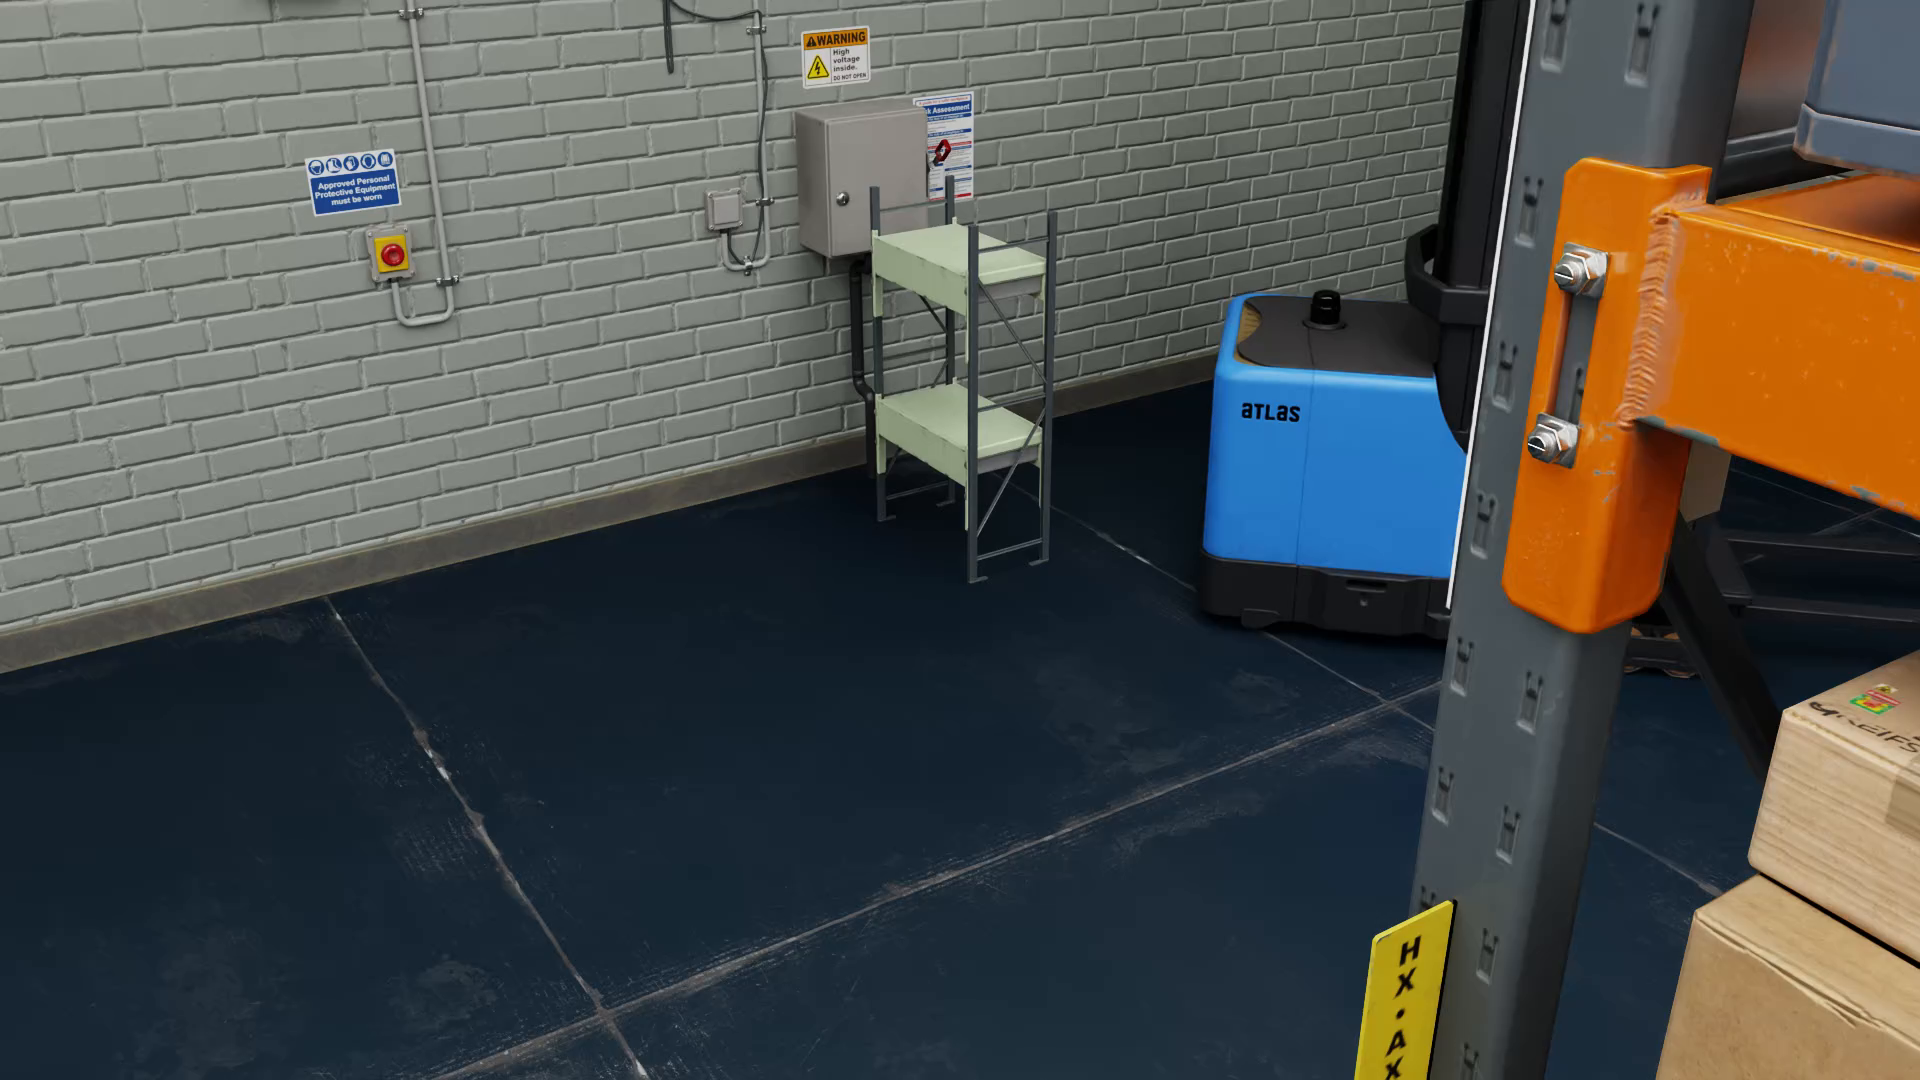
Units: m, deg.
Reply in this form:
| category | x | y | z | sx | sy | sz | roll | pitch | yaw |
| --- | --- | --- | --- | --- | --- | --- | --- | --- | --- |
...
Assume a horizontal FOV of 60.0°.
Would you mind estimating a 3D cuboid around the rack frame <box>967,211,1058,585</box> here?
| category | x | y | z | sx | sy | sz | roll | pitch | yaw |
| --- | --- | --- | --- | --- | --- | --- | --- | --- | --- |
| rack frame | 0.203 | -0.545 | 6.647 | 0.400 | 1.500 | 0.023 | -16 | 29 | -30 |

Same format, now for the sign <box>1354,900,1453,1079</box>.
| category | x | y | z | sx | sy | sz | roll | pitch | yaw |
| --- | --- | --- | --- | --- | --- | --- | --- | --- | --- |
| sign | 0.414 | 0.493 | 1.586 | 0.100 | 0.325 | 0.005 | -16 | 29 | -30 |

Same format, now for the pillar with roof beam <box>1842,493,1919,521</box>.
| category | x | y | z | sx | sy | sz | roll | pitch | yaw |
| --- | --- | --- | --- | --- | --- | --- | --- | --- | --- |
| pillar with roof beam | 0.715 | -3.249 | 3.592 | 9.100 | 9.000 | 0.400 | -16 | 29 | -30 |

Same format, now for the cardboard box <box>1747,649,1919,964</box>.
| category | x | y | z | sx | sy | sz | roll | pitch | yaw |
| --- | --- | --- | --- | --- | --- | --- | --- | --- | --- |
| cardboard box | 0.844 | 0.194 | 1.278 | 0.380 | 0.149 | 0.250 | -15 | 29 | -29 |

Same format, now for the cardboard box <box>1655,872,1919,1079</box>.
| category | x | y | z | sx | sy | sz | roll | pitch | yaw |
| --- | --- | --- | --- | --- | --- | --- | --- | --- | --- |
| cardboard box | 0.906 | 0.534 | 1.318 | 0.500 | 0.500 | 0.500 | -16 | 30 | -31 |

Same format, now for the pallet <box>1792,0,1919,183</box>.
| category | x | y | z | sx | sy | sz | roll | pitch | yaw |
| --- | --- | --- | --- | --- | --- | --- | --- | --- | --- |
| pallet | 1.296 | -0.261 | 0.878 | 1.003 | 0.211 | 1.213 | -16 | 29 | -30 |

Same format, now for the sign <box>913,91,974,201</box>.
| category | x | y | z | sx | sy | sz | roll | pitch | yaw |
| --- | --- | --- | --- | --- | --- | --- | --- | --- | --- |
| sign | -0.075 | -1.802 | 7.665 | 0.329 | 0.494 | 0.001 | -16 | 29 | -30 |

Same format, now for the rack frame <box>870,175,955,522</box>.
| category | x | y | z | sx | sy | sz | roll | pitch | yaw |
| --- | --- | --- | --- | --- | --- | --- | --- | --- | --- |
| rack frame | -0.196 | -0.807 | 7.202 | 0.400 | 1.500 | 0.023 | -16 | 29 | -30 |

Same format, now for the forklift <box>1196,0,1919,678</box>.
| category | x | y | z | sx | sy | sz | roll | pitch | yaw |
| --- | --- | --- | --- | --- | --- | --- | --- | --- | --- |
| forklift | 2.500 | -1.063 | 6.068 | 3.031 | 2.935 | 1.130 | 5 | 26 | 11 |

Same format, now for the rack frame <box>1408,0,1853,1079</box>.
| category | x | y | z | sx | sy | sz | roll | pitch | yaw |
| --- | --- | --- | --- | --- | --- | --- | --- | --- | --- |
| rack frame | 0.885 | 0.792 | 2.058 | 0.949 | 2.616 | 0.053 | -16 | 29 | -30 |

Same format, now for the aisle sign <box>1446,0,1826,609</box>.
| category | x | y | z | sx | sy | sz | roll | pitch | yaw |
| --- | --- | --- | --- | --- | --- | --- | --- | --- | --- |
| aisle sign | 0.600 | -0.341 | 1.413 | 0.394 | 0.787 | 0.004 | -16 | 29 | -30 |

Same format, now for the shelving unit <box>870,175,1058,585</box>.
| category | x | y | z | sx | sy | sz | roll | pitch | yaw |
| --- | --- | --- | --- | --- | --- | --- | --- | --- | --- |
| shelving unit | 0.004 | -0.676 | 6.925 | 0.431 | 1.500 | 0.755 | -16 | 29 | -30 |

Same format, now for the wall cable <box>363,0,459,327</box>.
| category | x | y | z | sx | sy | sz | roll | pitch | yaw |
| --- | --- | --- | --- | --- | --- | --- | --- | --- | --- |
| wall cable | -2.215 | -1.692 | 6.094 | 0.585 | 1.953 | 0.123 | -16 | 29 | -30 |

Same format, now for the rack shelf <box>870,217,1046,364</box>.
| category | x | y | z | sx | sy | sz | roll | pitch | yaw |
| --- | --- | --- | --- | --- | --- | --- | --- | --- | --- |
| rack shelf | 0.004 | -1.029 | 6.758 | 0.431 | 0.370 | 0.720 | -16 | 29 | -30 |

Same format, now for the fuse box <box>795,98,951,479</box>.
| category | x | y | z | sx | sy | sz | roll | pitch | yaw |
| --- | --- | --- | --- | --- | --- | --- | --- | --- | --- |
| fuse box | -0.376 | -1.073 | 7.519 | 0.539 | 1.711 | 0.414 | -16 | 29 | -30 |

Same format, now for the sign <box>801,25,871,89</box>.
| category | x | y | z | sx | sy | sz | roll | pitch | yaw |
| --- | --- | --- | --- | --- | --- | --- | --- | --- | --- |
| sign | -0.535 | -2.091 | 7.197 | 0.339 | 0.242 | 0.001 | -16 | 29 | -30 |

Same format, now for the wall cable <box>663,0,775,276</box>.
| category | x | y | z | sx | sy | sz | roll | pitch | yaw |
| --- | --- | --- | --- | --- | --- | --- | --- | --- | --- |
| wall cable | -1.033 | -2.013 | 6.810 | 0.588 | 1.984 | 0.122 | -16 | 29 | -30 |

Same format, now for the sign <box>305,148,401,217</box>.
| category | x | y | z | sx | sy | sz | roll | pitch | yaw |
| --- | --- | --- | --- | --- | --- | --- | --- | --- | --- |
| sign | -2.289 | -1.351 | 6.282 | 0.327 | 0.218 | 0.001 | -16 | 29 | -30 |

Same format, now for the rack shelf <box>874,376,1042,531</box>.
| category | x | y | z | sx | sy | sz | roll | pitch | yaw |
| --- | --- | --- | --- | --- | --- | --- | --- | --- | --- |
| rack shelf | 0.004 | -0.381 | 7.064 | 0.431 | 0.370 | 0.720 | -16 | 29 | -30 |
